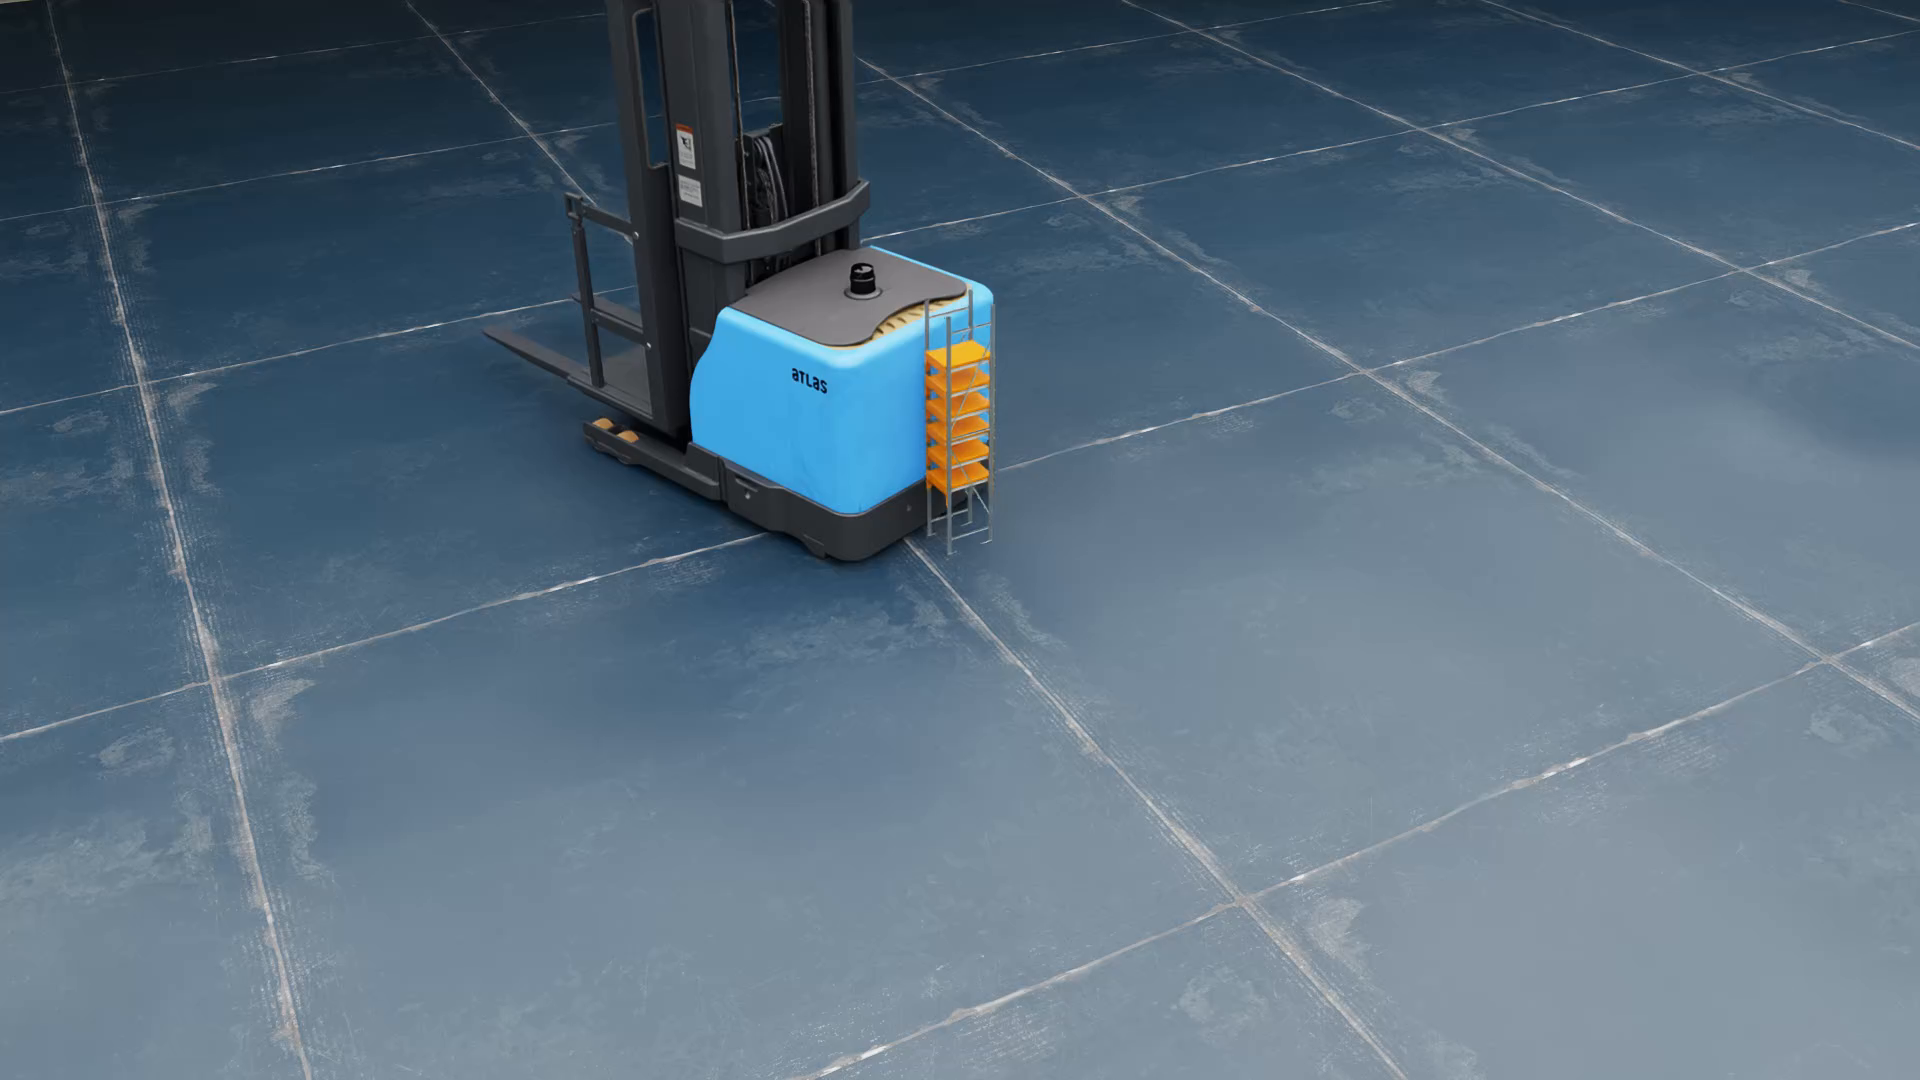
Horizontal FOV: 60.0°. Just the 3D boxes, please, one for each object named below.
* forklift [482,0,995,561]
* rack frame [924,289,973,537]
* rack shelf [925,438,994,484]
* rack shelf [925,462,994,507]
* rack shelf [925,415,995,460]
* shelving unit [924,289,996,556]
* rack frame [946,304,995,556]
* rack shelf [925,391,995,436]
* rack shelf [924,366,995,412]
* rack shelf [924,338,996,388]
[{"bbox_3d":[-1.274,-1.805,7.850,3.031,2.935,1.130,25,40,34],"label":"forklift"},{"bbox_3d":[-0.048,-0.552,7.499,0.240,1.200,0.006,-18,37,-26],"label":"rack frame"},{"bbox_3d":[-0.001,-0.371,7.521,0.258,0.103,0.180,-18,37,-26],"label":"rack shelf"},{"bbox_3d":[-0.001,-0.270,7.586,0.258,0.103,0.180,-18,37,-26],"label":"rack shelf"},{"bbox_3d":[-0.001,-0.472,7.457,0.258,0.103,0.180,-18,37,-26],"label":"rack shelf"},{"bbox_3d":[-0.001,-0.509,7.433,0.258,1.200,0.189,-18,37,-26],"label":"shelving unit"},{"bbox_3d":[0.046,-0.467,7.367,0.240,1.200,0.006,-18,37,-26],"label":"rack frame"},{"bbox_3d":[-0.001,-0.573,7.392,0.258,0.103,0.180,-18,37,-26],"label":"rack shelf"},{"bbox_3d":[-0.001,-0.674,7.327,0.258,0.103,0.180,-18,37,-26],"label":"rack shelf"},{"bbox_3d":[-0.001,-0.775,7.263,0.258,0.103,0.180,-18,37,-26],"label":"rack shelf"}]
